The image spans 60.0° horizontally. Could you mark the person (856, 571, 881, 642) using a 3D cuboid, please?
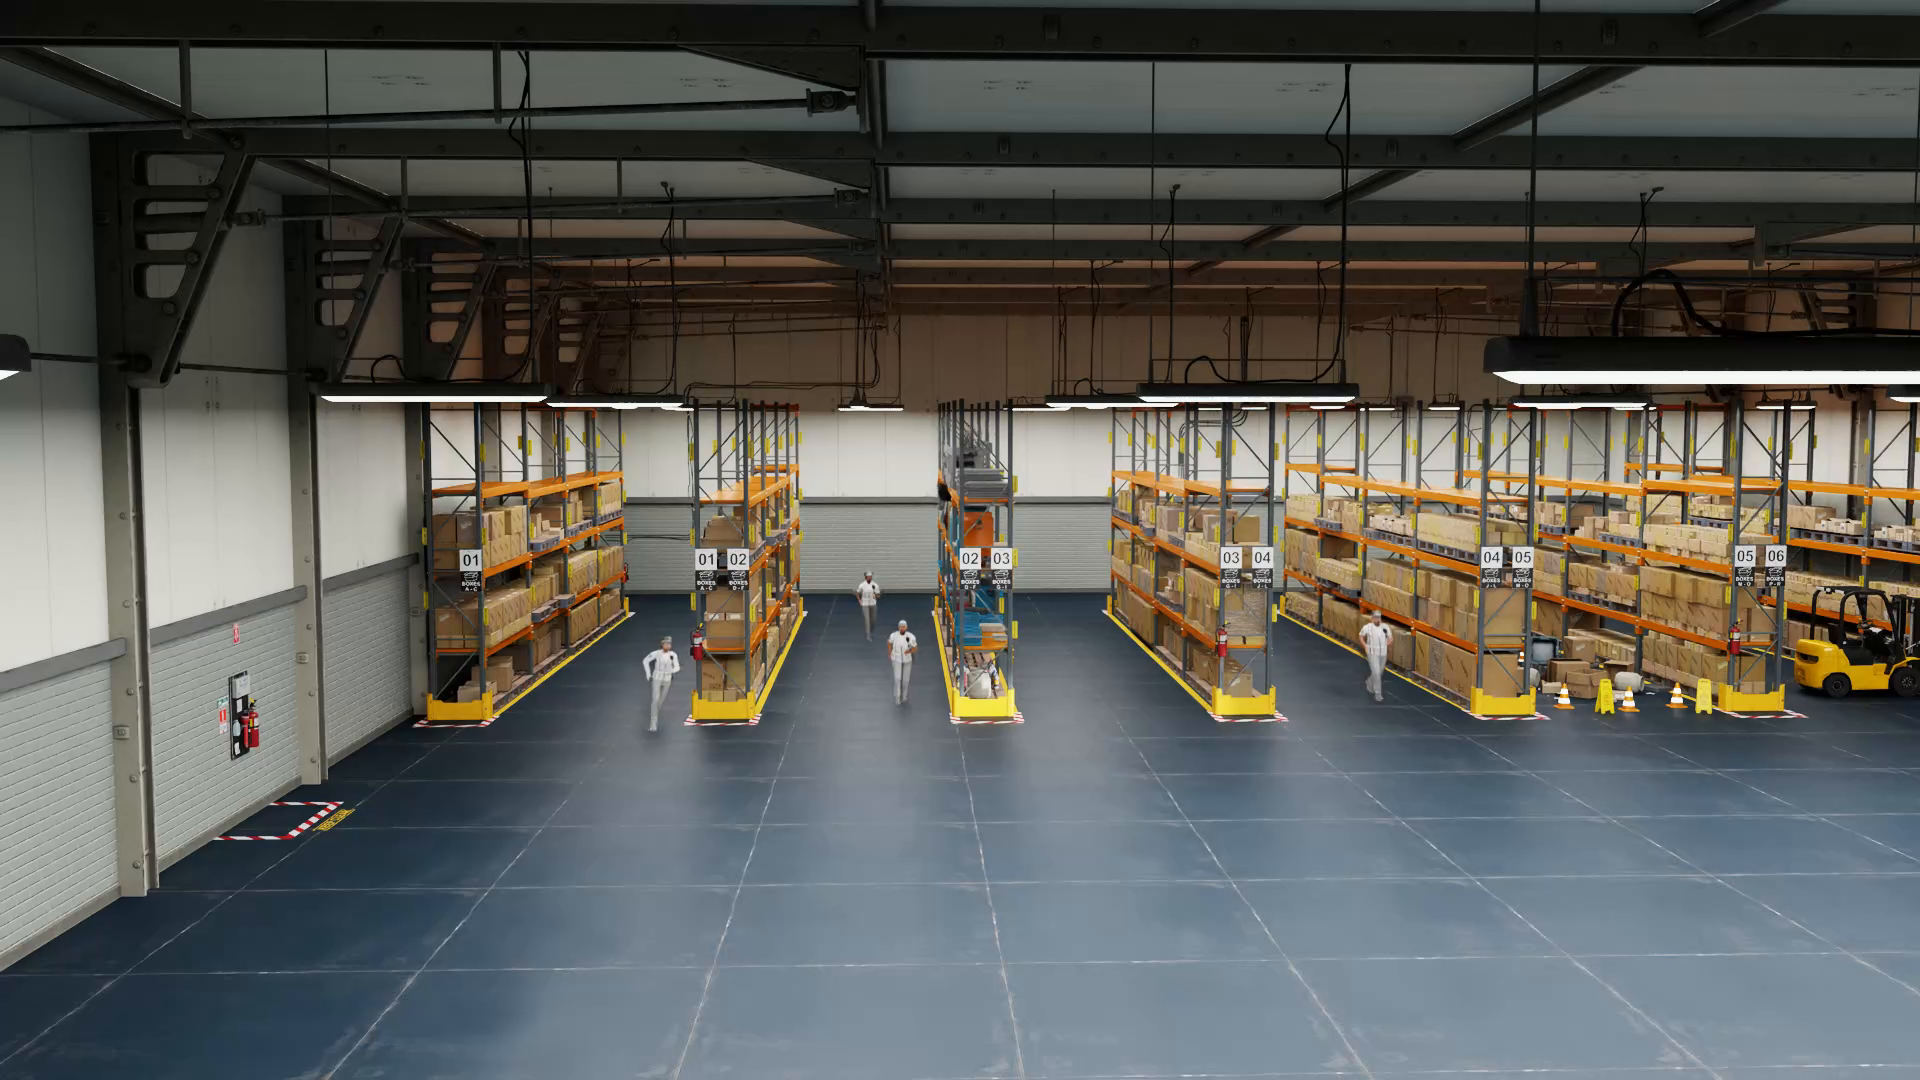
[{"bbox_3d":[-2.188,1.578,39.814,0.588,1.692,0.752,-1,4,-12],"label":"person"}]

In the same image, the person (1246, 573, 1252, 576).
[{"bbox_3d":[8.042,1.399,45.861,0.607,1.741,0.791,1,4,9],"label":"person"}]

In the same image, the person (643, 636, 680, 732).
[{"bbox_3d":[-5.415,2.581,30.308,0.657,1.663,0.875,-2,5,-24],"label":"person"}]

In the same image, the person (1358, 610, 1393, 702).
[{"bbox_3d":[8.400,2.296,33.503,0.647,1.803,0.911,-1,4,-9],"label":"person"}]

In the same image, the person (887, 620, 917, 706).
[{"bbox_3d":[-1.133,2.416,32.757,0.565,1.693,0.782,0,4,-6],"label":"person"}]
